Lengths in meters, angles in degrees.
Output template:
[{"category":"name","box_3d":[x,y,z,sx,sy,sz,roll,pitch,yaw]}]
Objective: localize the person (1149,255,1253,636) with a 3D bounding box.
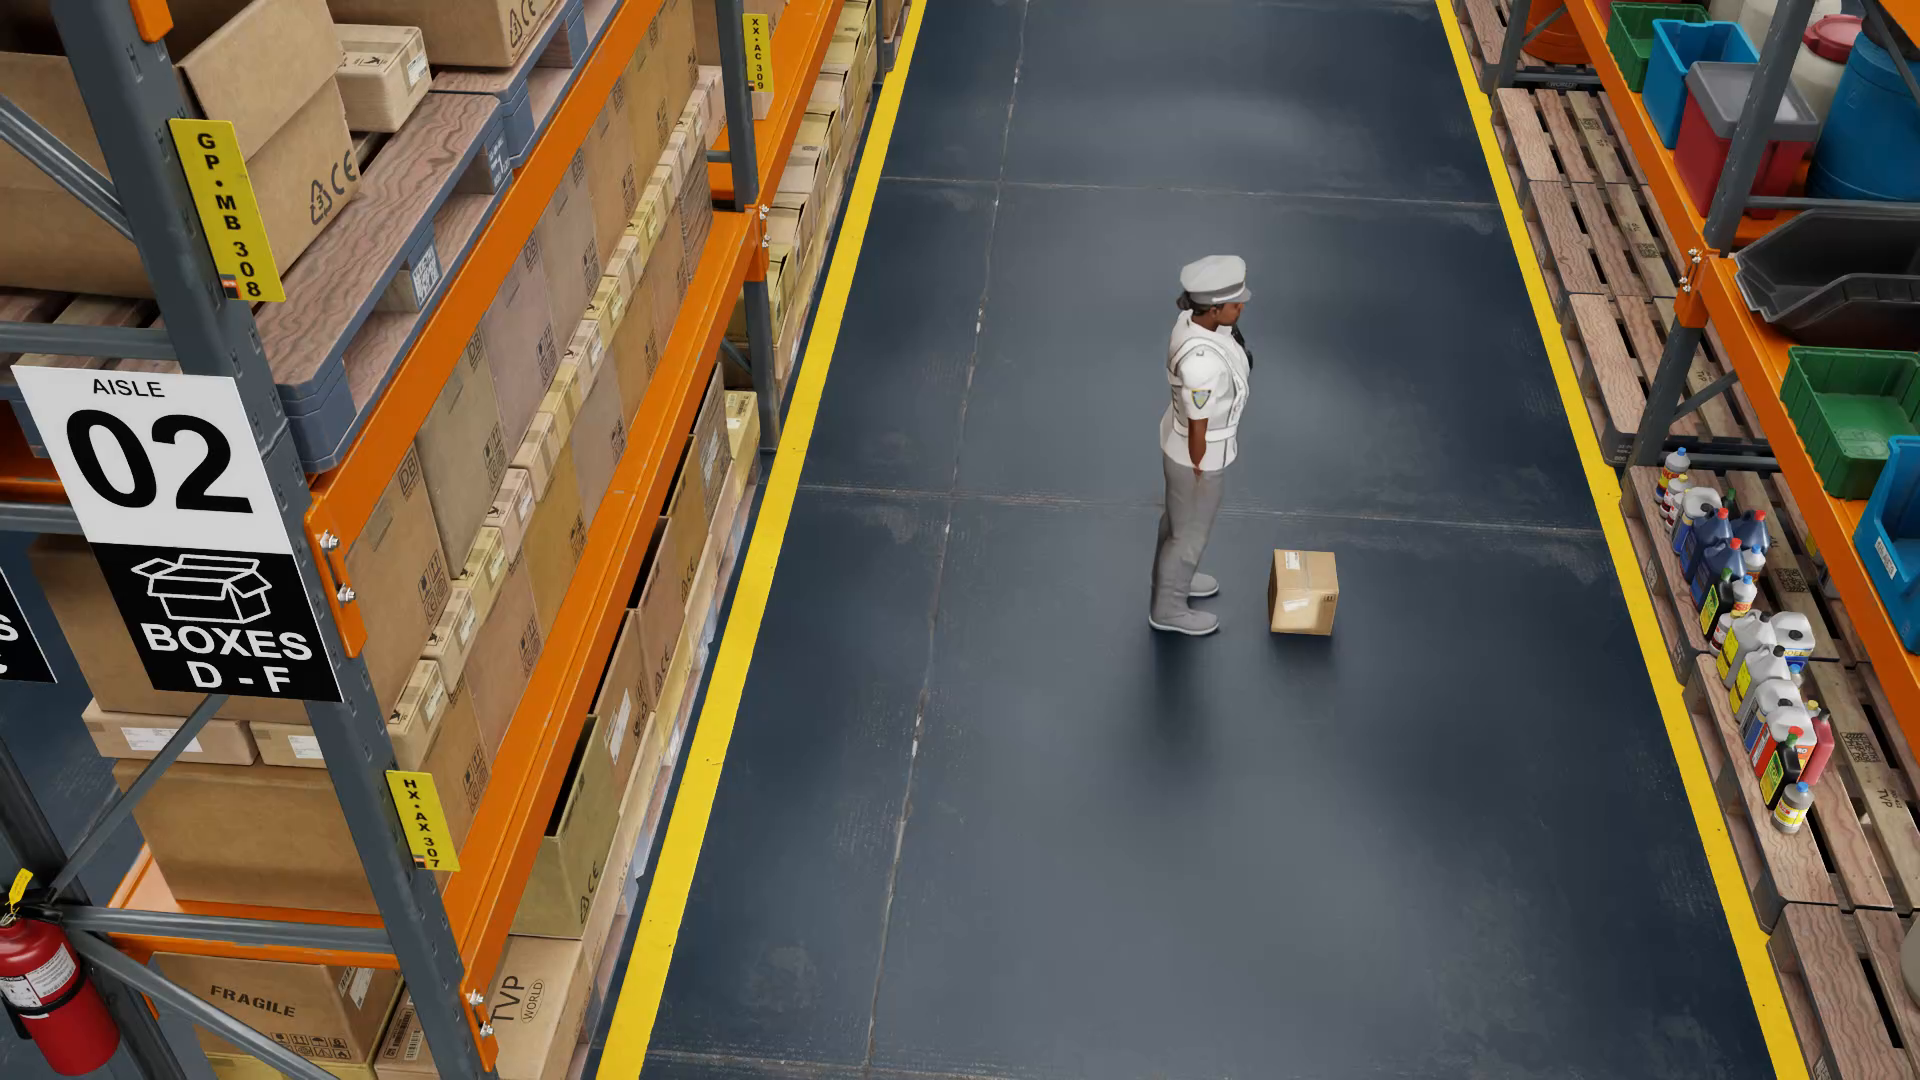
[{"category":"person","box_3d":[0.953,-0.362,6.575,0.339,1.678,0.436,4,40,5]}]
